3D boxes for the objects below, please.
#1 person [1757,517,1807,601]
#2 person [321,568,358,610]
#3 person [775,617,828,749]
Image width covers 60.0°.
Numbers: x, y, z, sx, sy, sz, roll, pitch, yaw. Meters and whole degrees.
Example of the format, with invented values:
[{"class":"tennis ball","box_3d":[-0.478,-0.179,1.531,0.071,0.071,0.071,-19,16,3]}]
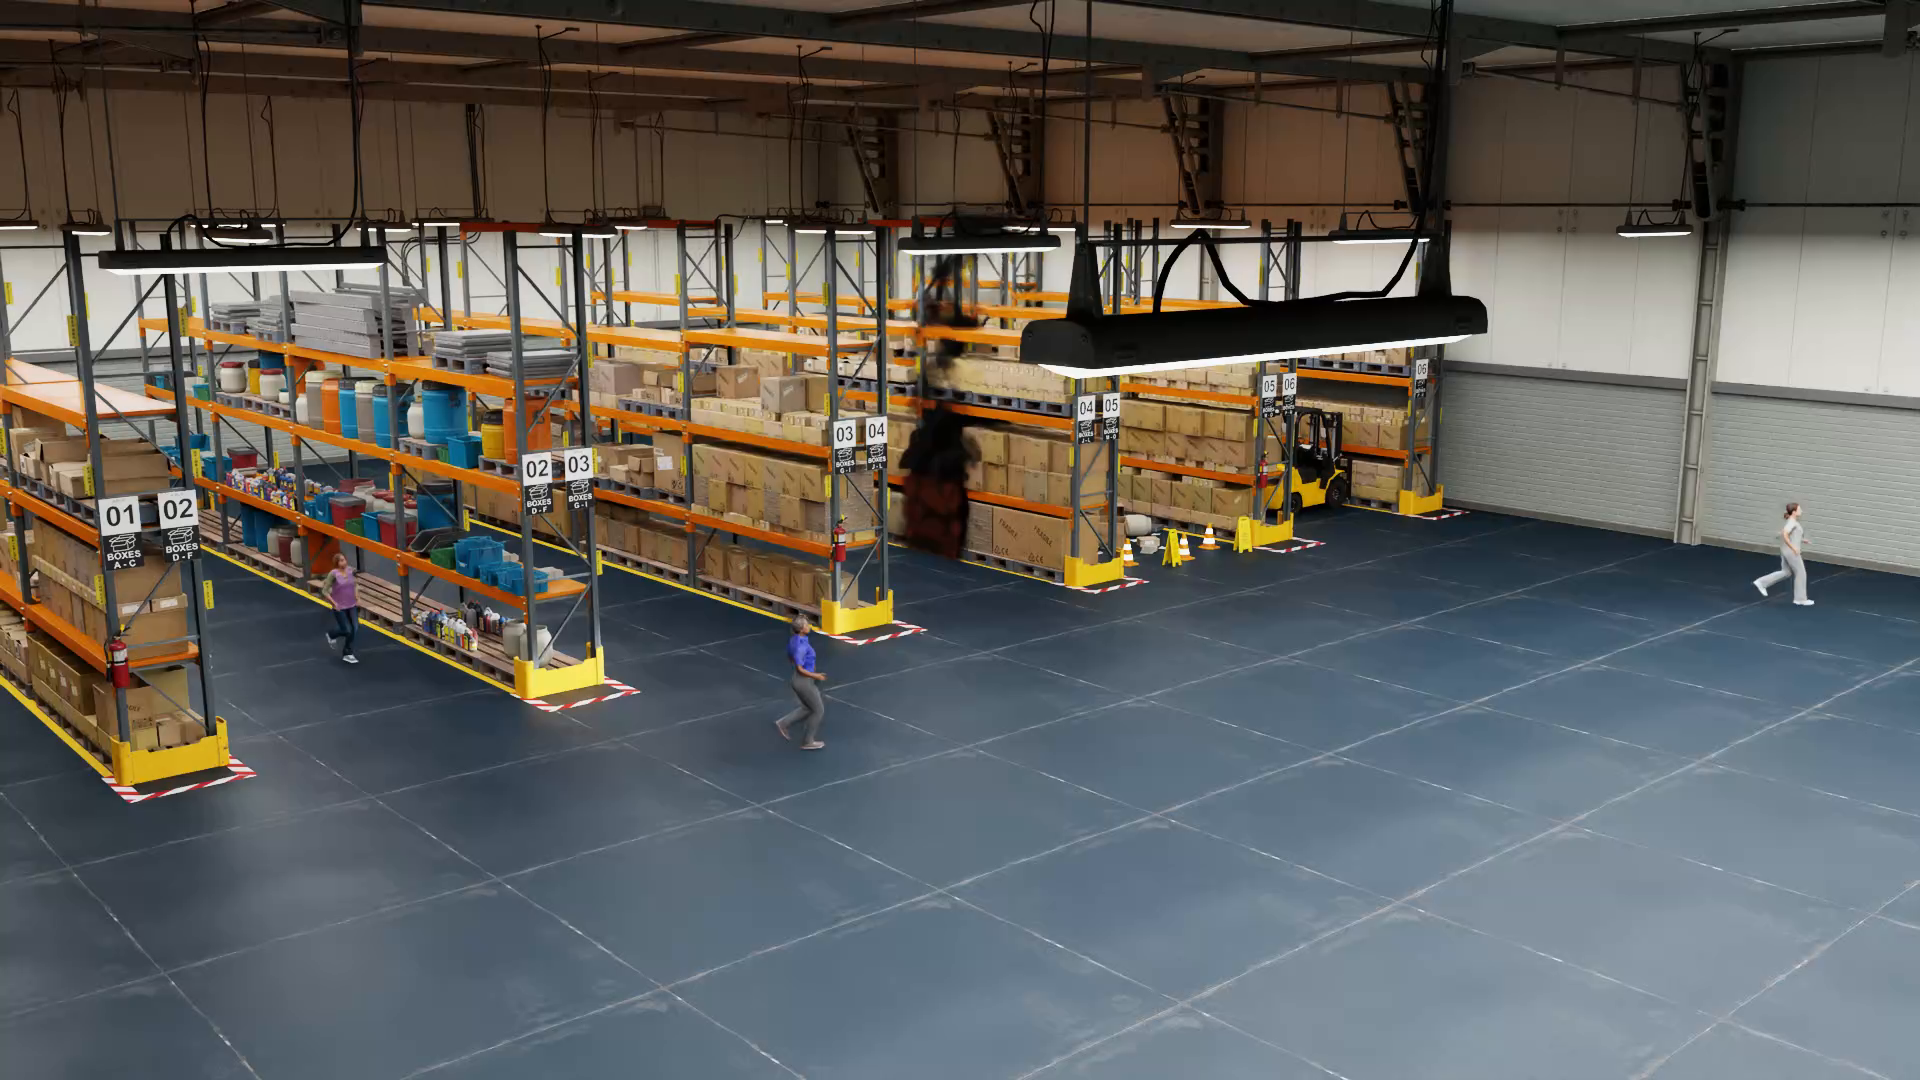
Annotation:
[{"class":"person","box_3d":[13.224,0.297,26.646,0.732,1.330,0.547,4,12,17]},{"class":"person","box_3d":[-8.624,0.684,23.246,0.299,0.586,0.537,9,14,36]},{"class":"person","box_3d":[-1.858,1.681,19.483,0.566,1.603,0.574,-3,12,-16]}]
